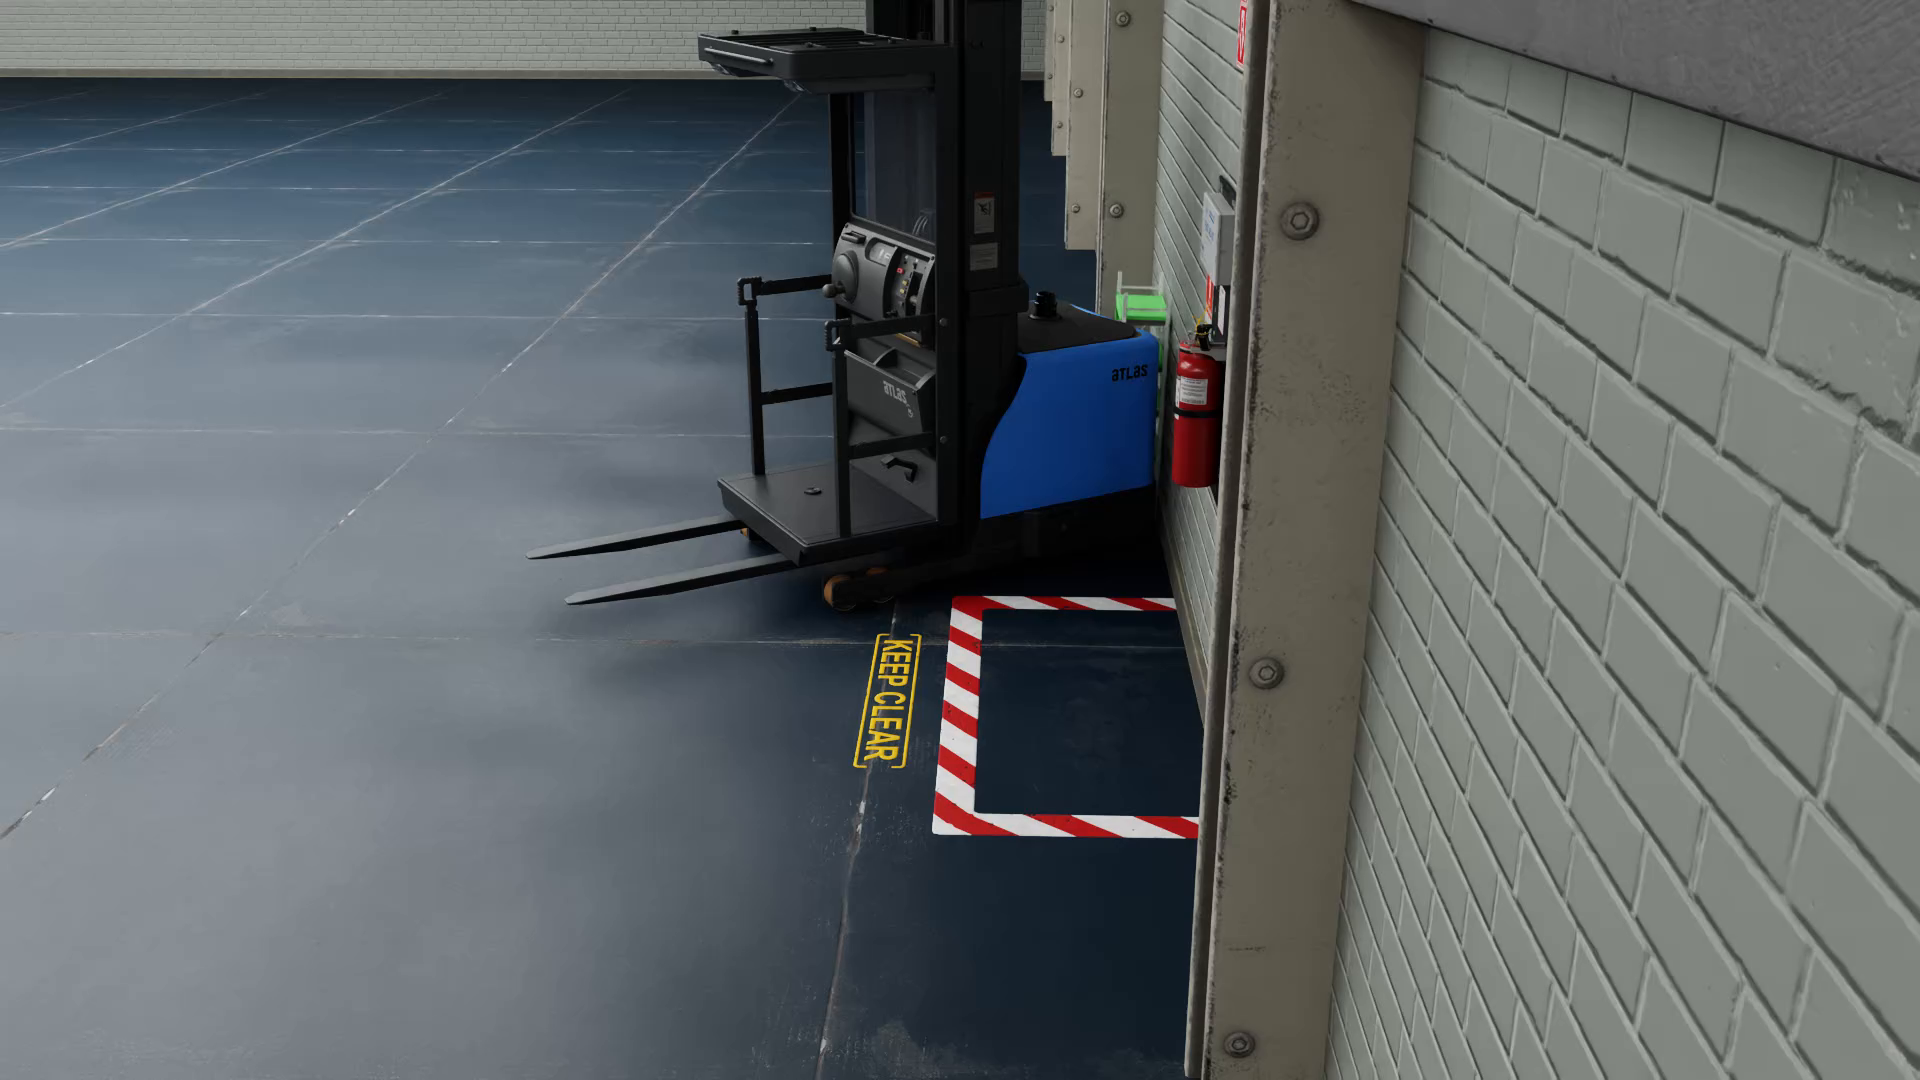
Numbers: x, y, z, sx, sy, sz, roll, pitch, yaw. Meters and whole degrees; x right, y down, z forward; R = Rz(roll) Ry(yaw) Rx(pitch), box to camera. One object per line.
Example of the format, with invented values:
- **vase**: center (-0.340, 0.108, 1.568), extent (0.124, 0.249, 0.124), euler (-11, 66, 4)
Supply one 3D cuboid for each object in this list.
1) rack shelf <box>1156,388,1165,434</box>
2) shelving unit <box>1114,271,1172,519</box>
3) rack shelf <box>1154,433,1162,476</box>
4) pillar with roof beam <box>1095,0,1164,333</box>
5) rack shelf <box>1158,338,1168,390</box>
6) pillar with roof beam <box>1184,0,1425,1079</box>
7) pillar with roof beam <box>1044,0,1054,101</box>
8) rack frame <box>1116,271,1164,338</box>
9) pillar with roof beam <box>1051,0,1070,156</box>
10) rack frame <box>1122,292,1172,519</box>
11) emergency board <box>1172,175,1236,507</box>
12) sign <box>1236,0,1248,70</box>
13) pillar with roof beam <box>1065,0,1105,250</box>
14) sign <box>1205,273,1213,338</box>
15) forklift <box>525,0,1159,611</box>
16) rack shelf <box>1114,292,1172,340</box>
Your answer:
- **rack shelf**: center (0.931, -0.705, 8.775), extent (0.258, 0.148, 0.480), euler (2, 22, 1)
- **shelving unit**: center (0.932, -0.764, 8.751), extent (0.258, 1.200, 0.503), euler (2, 22, 1)
- **rack shelf**: center (0.925, -0.482, 8.864), extent (0.258, 0.148, 0.480), euler (2, 22, 1)
- **pillar with roof beam**: center (-3.338, -4.855, 8.602), extent (9.100, 9.000, 0.400), euler (1, 21, 2)
- **rack shelf**: center (0.936, -0.928, 8.686), extent (0.258, 0.148, 0.480), euler (2, 22, 1)
- **pillar with roof beam**: center (-3.520, -2.686, 3.011), extent (9.100, 9.000, 0.400), euler (1, 21, 2)
- **pillar with roof beam**: center (-2.790, -11.364, 25.376), extent (9.100, 9.000, 0.400), euler (1, 21, 2)
- **rack frame**: center (0.940, -0.854, 8.978), extent (0.240, 1.200, 0.015), euler (2, 22, 1)
- **pillar with roof beam**: center (-2.973, -9.194, 19.785), extent (9.100, 9.000, 0.400), euler (1, 21, 2)
- **rack frame**: center (0.924, -0.674, 8.525), extent (0.240, 1.200, 0.015), euler (2, 22, 1)
- **emergency board**: center (0.896, -0.735, 6.276), extent (0.194, 1.169, 0.643), euler (1, 21, 2)
- **sign**: center (0.996, -1.817, 5.862), extent (0.001, 0.298, 0.199), euler (1, 21, 2)
- **pillar with roof beam**: center (-3.155, -7.025, 14.194), extent (9.100, 9.000, 0.400), euler (1, 21, 2)
- **sign**: center (1.016, -0.950, 6.782), extent (0.001, 0.329, 0.234), euler (1, 21, 2)
- **forklift**: center (-0.543, -1.256, 7.713), extent (3.031, 2.935, 1.130), euler (-12, 24, -27)
- **rack shelf**: center (0.942, -1.151, 8.597), extent (0.258, 0.148, 0.480), euler (2, 22, 1)
